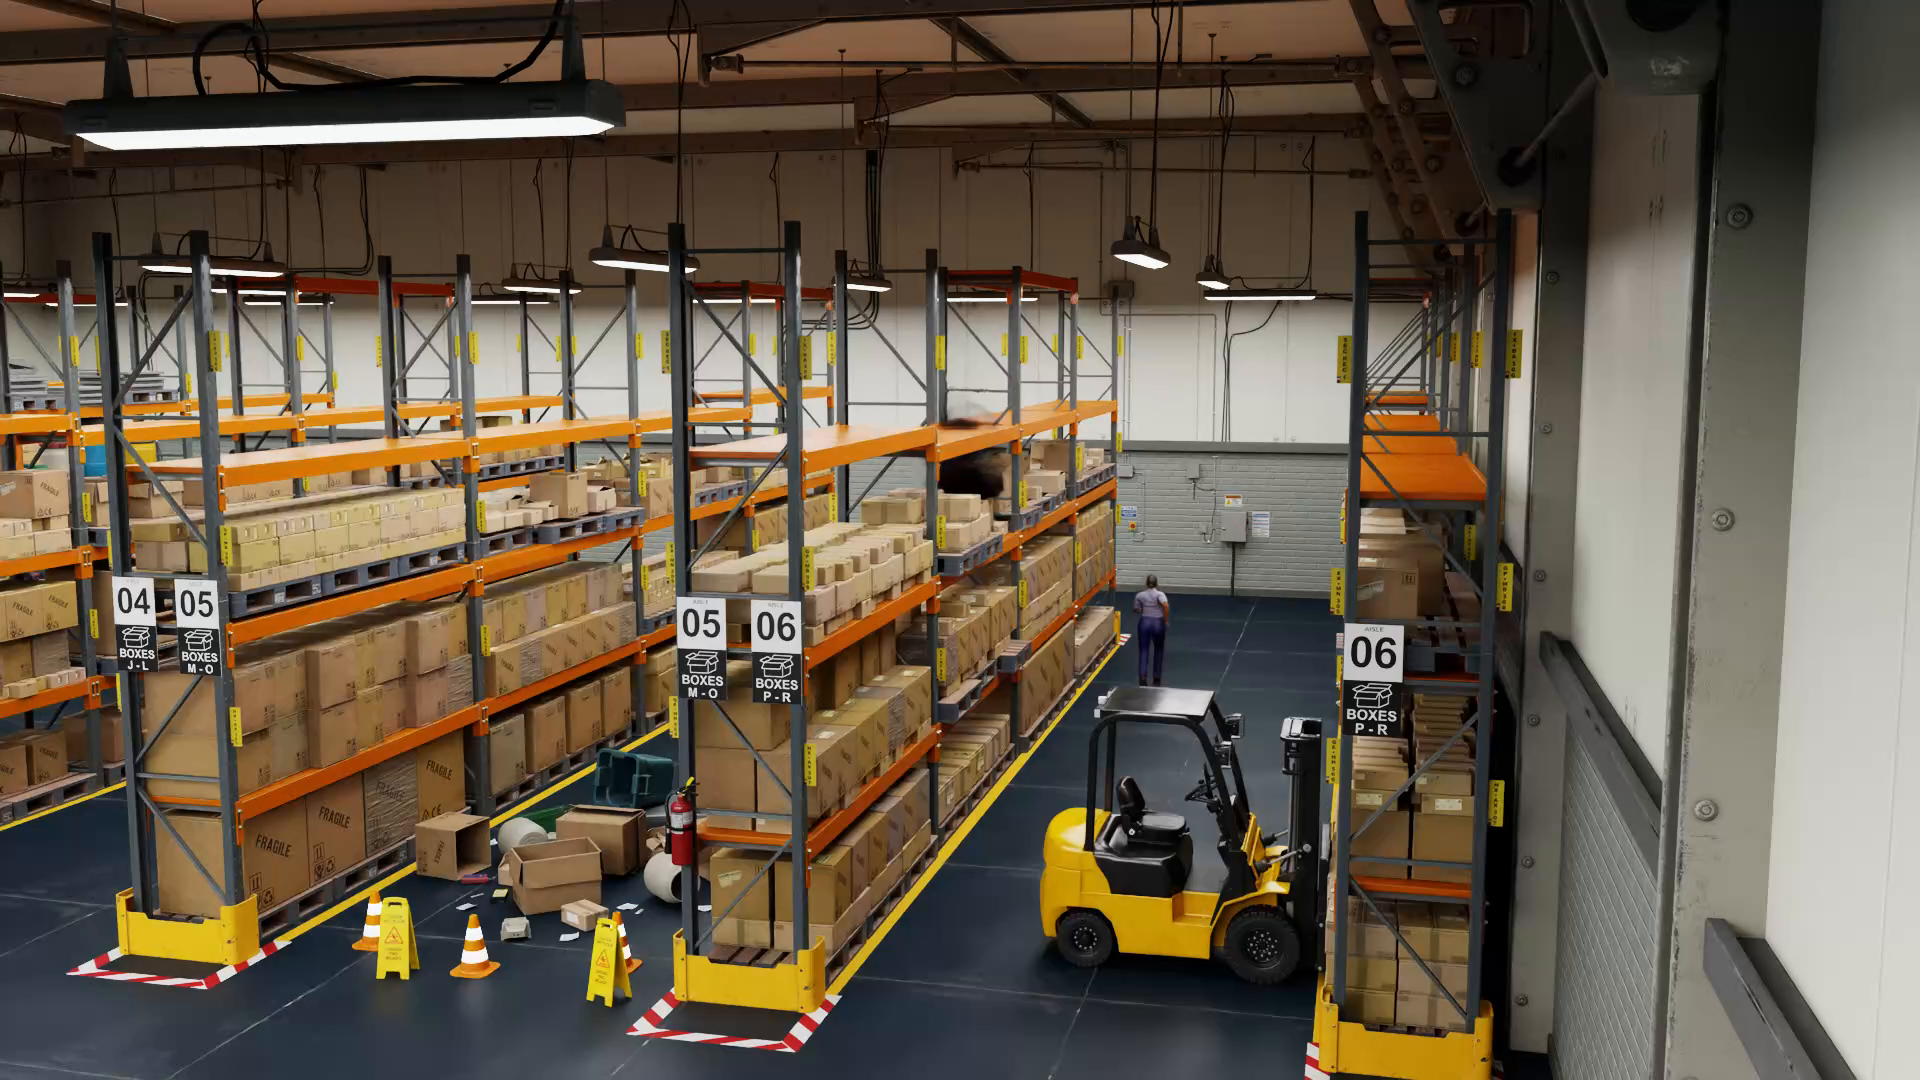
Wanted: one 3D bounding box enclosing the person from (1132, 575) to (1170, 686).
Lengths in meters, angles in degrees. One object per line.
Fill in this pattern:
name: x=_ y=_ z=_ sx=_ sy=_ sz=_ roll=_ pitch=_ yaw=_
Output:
person: x=2.811 y=1.360 z=24.509 sx=0.580 sy=1.690 sz=0.855 roll=1 pitch=7 yaw=11
